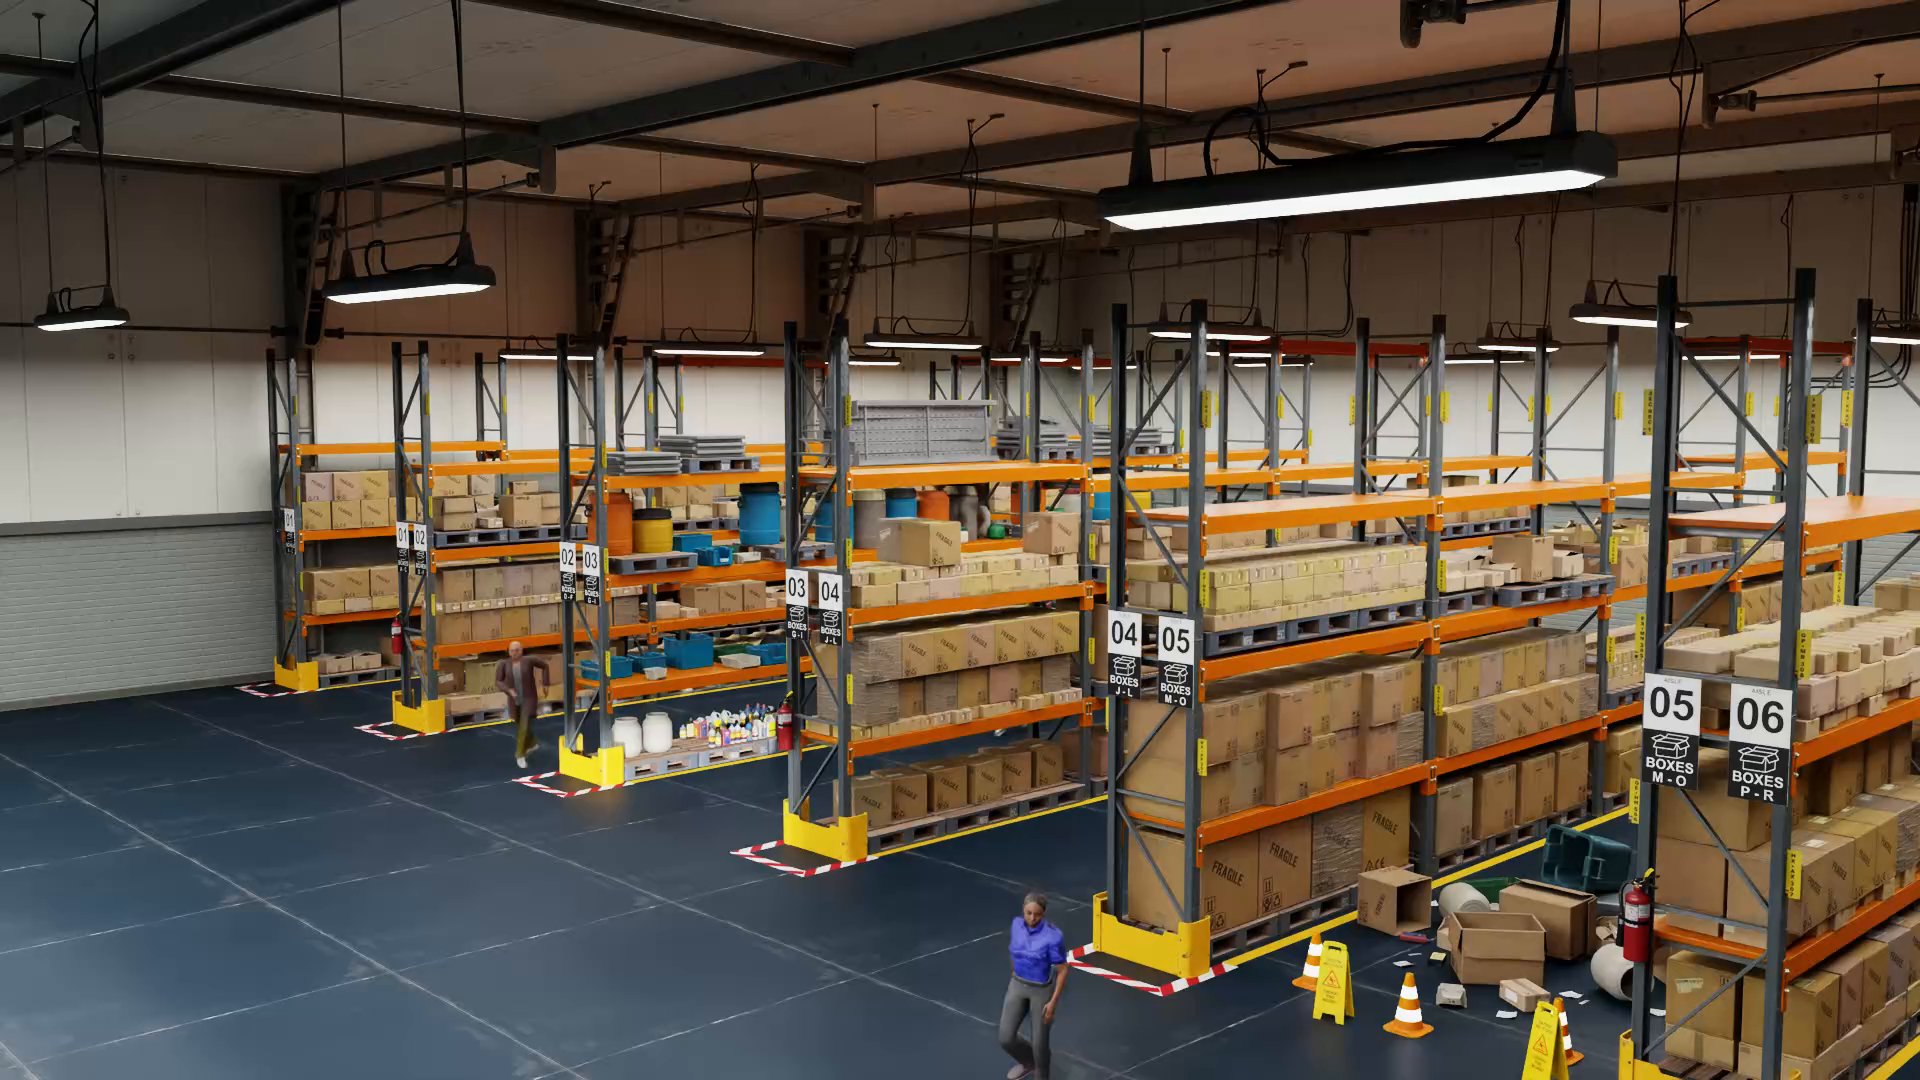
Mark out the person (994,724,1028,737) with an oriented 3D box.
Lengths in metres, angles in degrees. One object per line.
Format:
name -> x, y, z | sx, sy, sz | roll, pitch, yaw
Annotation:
person -> 0.800, 2.155, 25.350 | 0.518, 1.588, 0.887 | 3, 6, 32

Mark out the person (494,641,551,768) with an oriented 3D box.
person -> -6.133, 2.281, 23.435 | 0.696, 1.792, 0.861 | 1, 5, 8

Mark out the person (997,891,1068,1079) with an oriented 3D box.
person -> 0.539, 3.323, 12.148 | 0.577, 1.597, 0.609 | 2, 5, 26
